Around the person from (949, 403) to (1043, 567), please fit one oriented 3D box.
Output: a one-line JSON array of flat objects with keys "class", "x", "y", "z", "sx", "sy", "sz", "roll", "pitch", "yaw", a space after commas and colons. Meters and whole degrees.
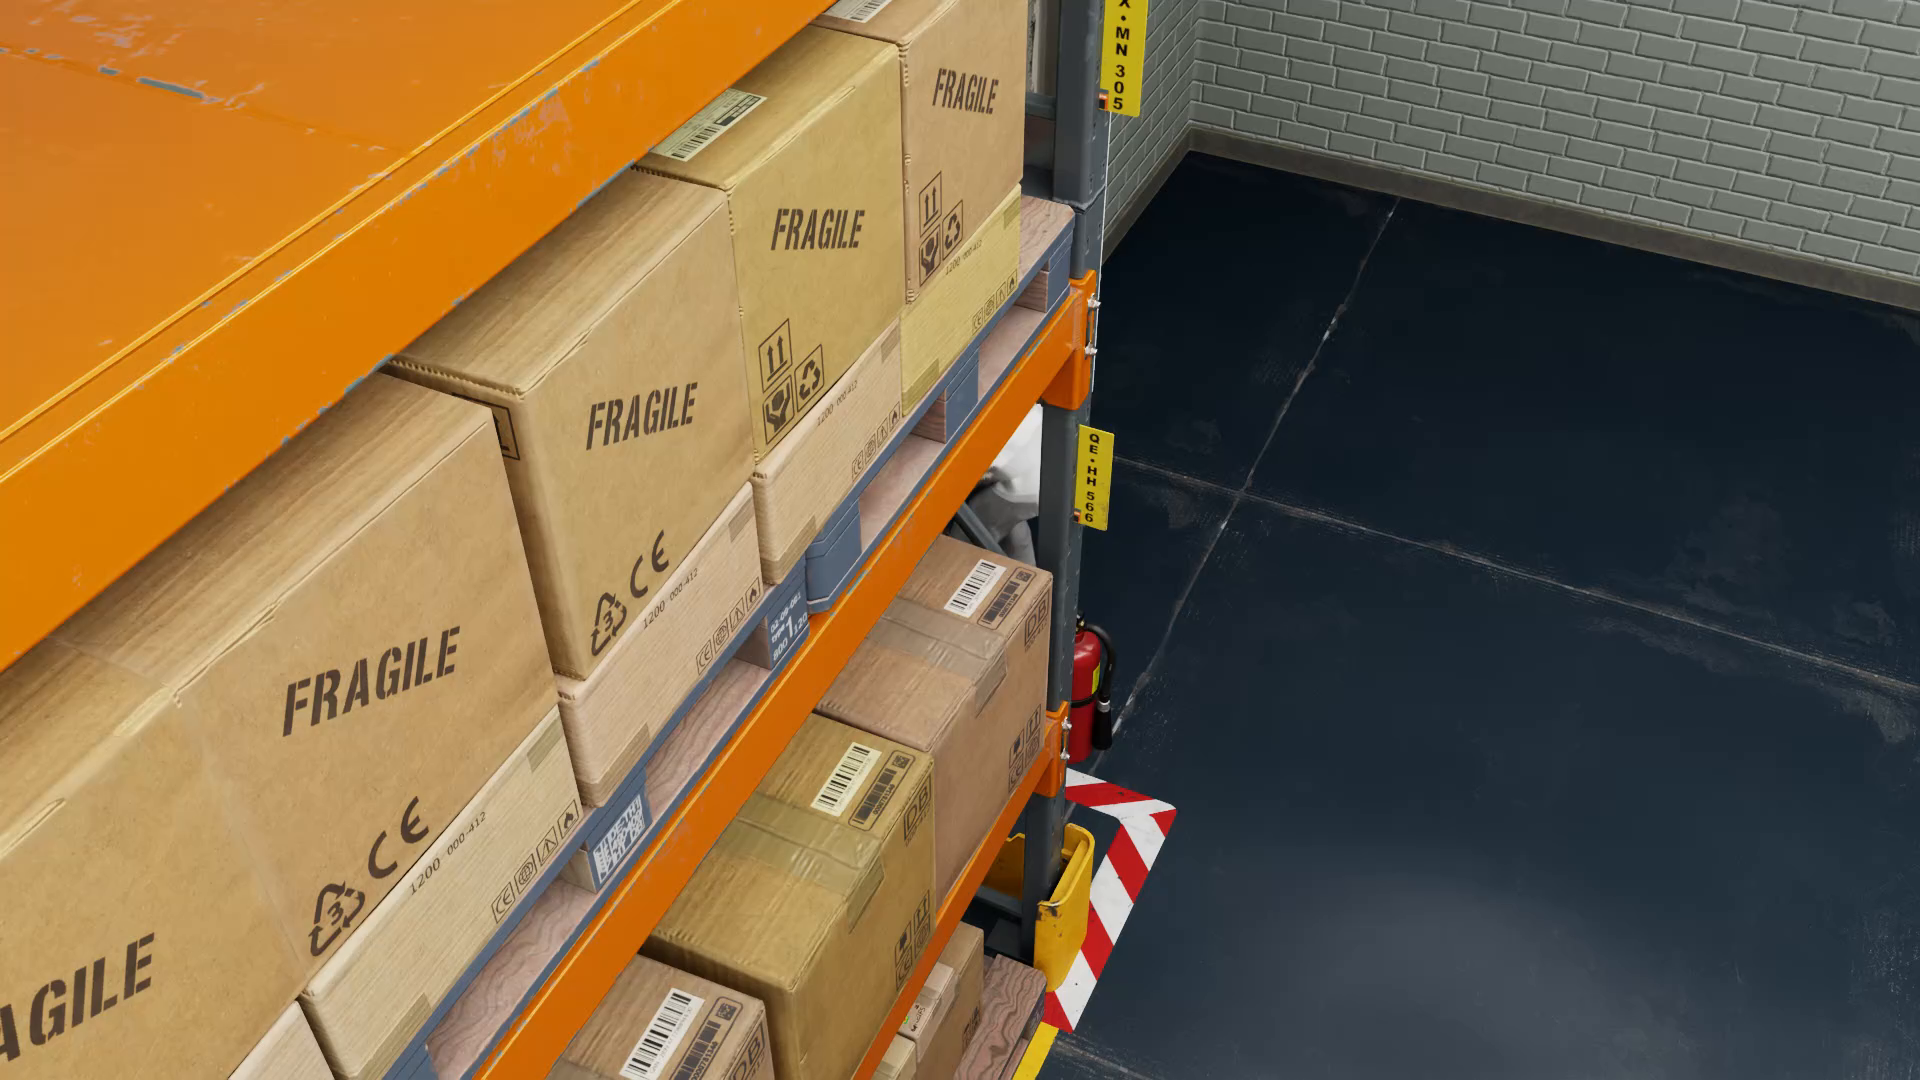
[{"class": "person", "x": -0.031, "y": -0.143, "z": 6.817, "sx": 0.982, "sy": 1.076, "sz": 0.488, "roll": 16, "pitch": 44, "yaw": 17}]
